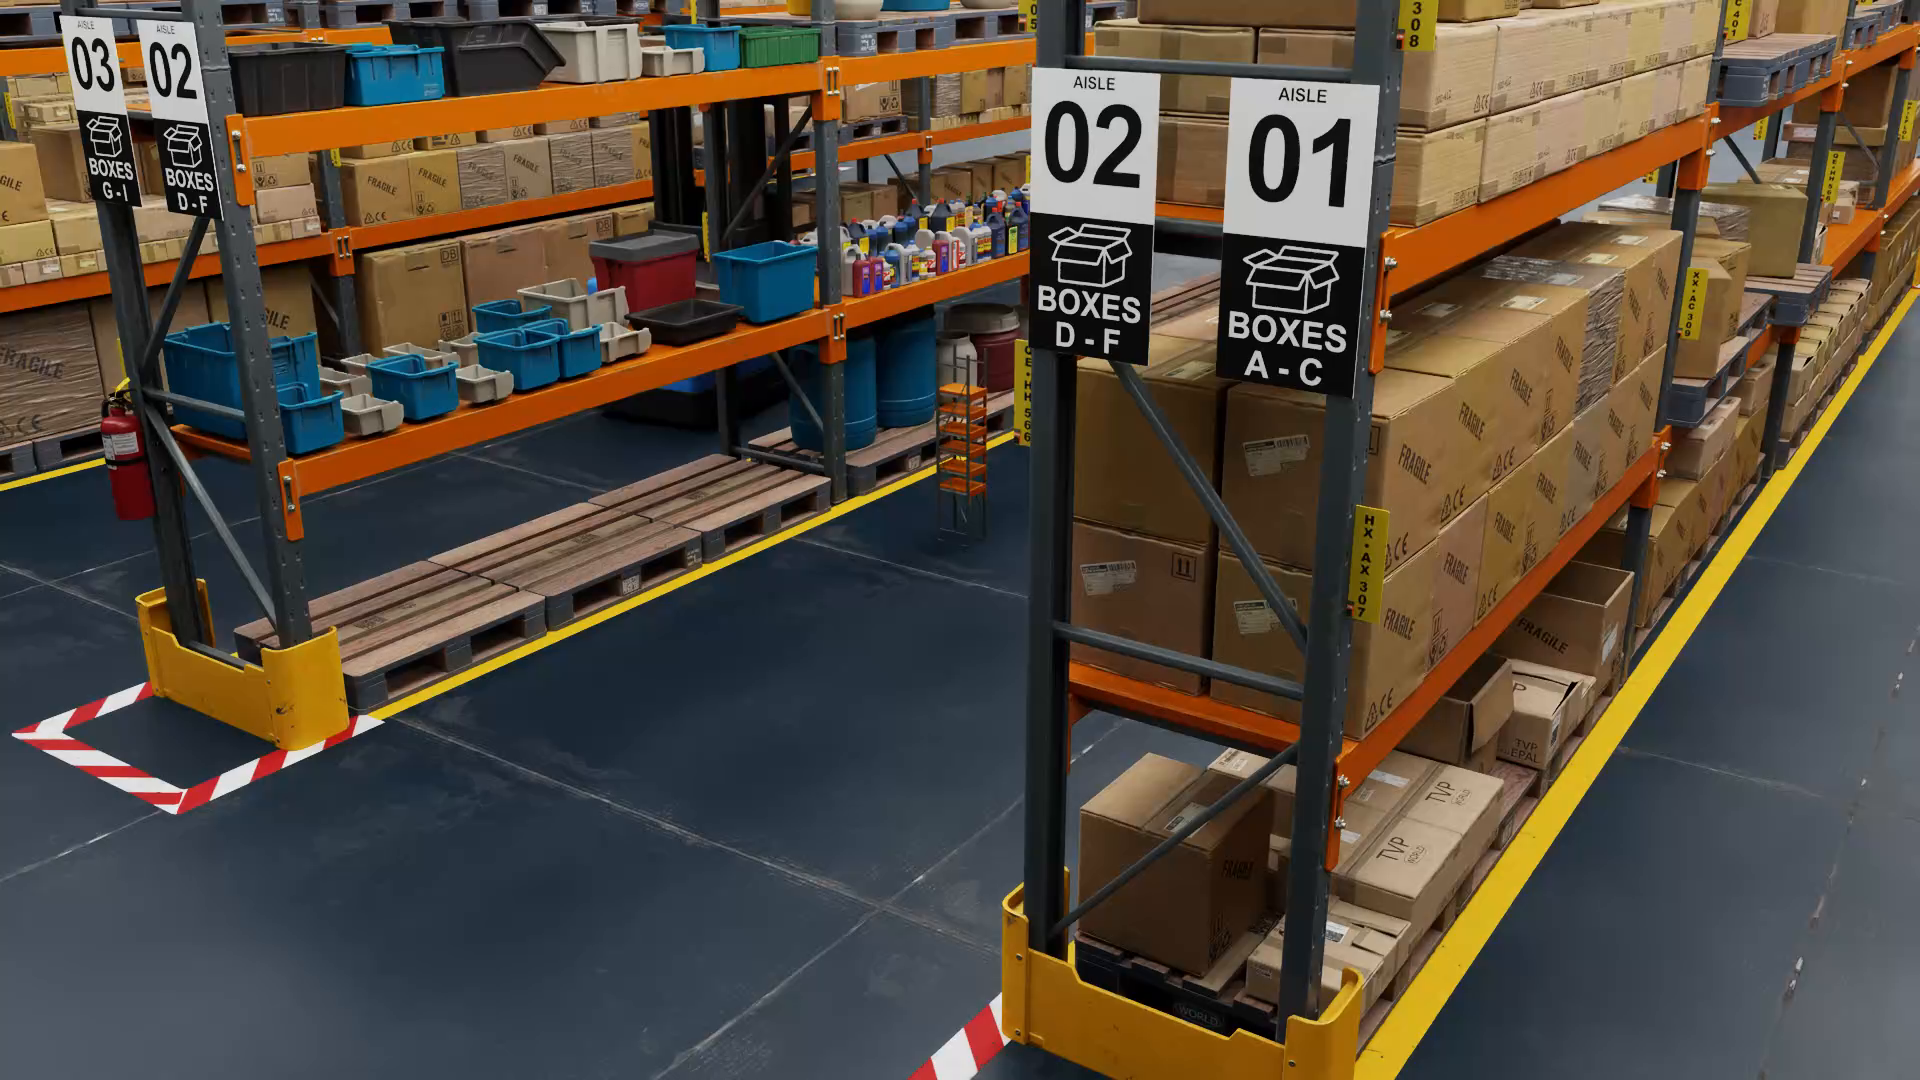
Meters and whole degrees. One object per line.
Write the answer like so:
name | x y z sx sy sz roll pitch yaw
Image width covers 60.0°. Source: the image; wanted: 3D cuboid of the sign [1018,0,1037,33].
sign | 0.206 -1.569 4.582 0.100 0.325 0.005 13 24 32

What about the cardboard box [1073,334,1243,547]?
cardboard box | 0.677 -0.330 5.248 0.500 0.500 0.500 13 24 31

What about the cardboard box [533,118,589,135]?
cardboard box | -3.833 -3.985 15.125 0.797 0.503 0.637 14 24 33

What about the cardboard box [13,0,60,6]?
cardboard box | -6.396 -3.899 11.265 0.700 0.500 0.500 15 25 34

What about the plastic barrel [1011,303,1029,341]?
plastic barrel | 0.552 -1.602 13.253 0.421 0.512 0.421 0 20 0

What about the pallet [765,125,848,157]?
pallet | -1.961 -4.347 17.970 1.003 0.211 1.213 13 24 32

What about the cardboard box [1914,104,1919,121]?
cardboard box | 9.011 -4.132 16.032 0.380 0.149 0.250 14 25 33

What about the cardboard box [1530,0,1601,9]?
cardboard box | 1.831 -2.122 5.770 0.700 0.500 0.500 13 24 32

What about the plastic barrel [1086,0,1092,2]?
plastic barrel | 0.735 -4.538 12.662 0.600 0.830 0.708 13 24 32

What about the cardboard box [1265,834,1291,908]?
cardboard box | 1.058 1.187 6.182 0.380 0.166 0.250 13 24 32

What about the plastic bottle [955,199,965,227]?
plastic bottle | -0.006 -2.508 12.908 0.097 0.271 0.097 0 20 0

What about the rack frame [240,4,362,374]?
rack frame | -5.288 -2.713 13.277 1.000 3.000 0.127 13 24 32

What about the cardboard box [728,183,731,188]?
cardboard box | -2.398 -3.599 17.559 0.500 0.250 0.500 17 26 38

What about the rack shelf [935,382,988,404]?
rack shelf | 0.008 -0.863 9.959 0.258 0.103 0.180 13 24 32

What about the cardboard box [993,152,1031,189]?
cardboard box | 0.785 -4.827 21.988 0.500 0.500 0.500 -17 26 -38

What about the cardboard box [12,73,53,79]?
cardboard box | -11.591 -5.961 20.472 0.500 0.500 0.500 14 24 33

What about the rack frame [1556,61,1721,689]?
rack frame | 2.903 -0.780 8.051 1.000 3.000 0.127 13 24 32

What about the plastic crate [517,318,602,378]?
plastic crate | -2.120 -1.020 8.853 0.416 0.233 0.300 13 24 32

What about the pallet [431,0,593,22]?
pallet | -3.984 -4.663 14.495 1.003 0.211 1.213 15 25 34

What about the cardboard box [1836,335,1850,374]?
cardboard box | 6.833 -1.516 13.397 0.500 0.250 0.500 14 24 33

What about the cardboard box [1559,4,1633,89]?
cardboard box | 2.005 -1.730 5.789 0.500 0.250 0.500 13 24 32

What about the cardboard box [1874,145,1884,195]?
cardboard box | 7.935 -3.404 14.999 0.700 0.500 0.500 13 24 31

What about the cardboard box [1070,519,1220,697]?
cardboard box | 0.681 0.139 5.422 0.500 0.500 0.500 14 25 33

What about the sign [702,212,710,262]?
sign | -1.646 -1.985 10.909 0.100 0.325 0.005 13 24 32

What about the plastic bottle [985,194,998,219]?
plastic bottle | 0.249 -2.601 13.159 0.097 0.271 0.097 0 20 0

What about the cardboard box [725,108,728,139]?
cardboard box | -2.538 -4.447 17.215 0.700 0.500 0.500 18 27 40

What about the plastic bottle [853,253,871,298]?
plastic bottle | -0.633 -1.715 10.745 0.061 0.283 0.133 13 24 32

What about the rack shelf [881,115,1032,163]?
rack shelf | 0.333 -5.245 21.158 1.077 0.370 4.000 13 24 32

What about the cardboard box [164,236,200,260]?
cardboard box | -5.767 -2.149 12.113 0.380 0.149 0.250 14 24 33

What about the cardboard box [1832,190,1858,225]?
cardboard box | 7.058 -2.725 13.501 0.396 0.266 0.258 13 24 31

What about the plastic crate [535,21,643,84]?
plastic crate | -1.939 -2.527 8.619 0.437 0.282 0.530 13 24 32

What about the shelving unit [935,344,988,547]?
shelving unit | 0.008 -0.567 10.068 0.258 1.200 0.189 13 24 32

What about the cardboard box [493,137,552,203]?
cardboard box | -3.973 -3.281 14.666 0.500 0.500 0.500 14 24 33

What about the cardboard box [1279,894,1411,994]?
cardboard box | 1.314 1.365 5.701 0.380 0.166 0.250 13 24 32

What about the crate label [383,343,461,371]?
crate label | -2.820 -0.939 8.772 0.396 0.136 0.243 13 24 32

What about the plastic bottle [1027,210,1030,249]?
plastic bottle | 0.540 -2.313 12.363 0.061 0.283 0.133 13 24 32

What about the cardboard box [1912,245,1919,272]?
cardboard box | 9.591 -2.919 17.191 0.500 0.250 0.500 13 24 32

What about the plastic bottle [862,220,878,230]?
plastic bottle | -0.673 -2.153 11.942 0.152 0.276 0.135 13 24 32

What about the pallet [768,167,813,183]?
pallet | -2.972 -5.600 25.101 1.003 0.211 1.213 13 24 32

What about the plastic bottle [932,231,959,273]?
plastic bottle | -0.096 -2.013 11.563 0.152 0.276 0.135 13 24 32

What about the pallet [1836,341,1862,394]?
pallet | 7.018 -1.549 14.148 1.003 0.211 1.213 13 24 32

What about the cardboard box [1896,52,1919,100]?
cardboard box | 8.490 -4.292 15.529 0.700 0.500 0.500 13 24 32

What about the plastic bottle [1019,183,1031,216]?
plastic bottle | 0.546 -2.776 13.624 0.152 0.276 0.135 13 24 32

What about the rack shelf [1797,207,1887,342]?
rack shelf | 6.276 -2.164 12.830 1.077 0.370 4.000 13 24 32

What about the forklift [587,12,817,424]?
forklift | -1.683 -2.705 13.353 1.130 2.935 3.031 11 23 26

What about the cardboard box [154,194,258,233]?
cardboard box | -5.608 -2.456 12.368 0.500 0.250 0.500 14 25 33

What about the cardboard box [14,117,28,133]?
cardboard box | -9.273 -4.081 16.302 0.380 0.149 0.250 14 25 33

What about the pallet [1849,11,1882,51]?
pallet | 5.459 -3.458 11.239 1.213 0.211 1.003 15 25 34

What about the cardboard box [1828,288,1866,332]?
cardboard box | 7.122 -1.923 13.691 0.500 0.311 0.500 14 25 33

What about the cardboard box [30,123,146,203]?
cardboard box | -6.341 -2.757 12.100 0.500 0.500 0.500 12 24 30

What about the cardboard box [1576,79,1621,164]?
cardboard box | 2.000 -1.496 5.879 0.500 0.250 0.500 13 24 32

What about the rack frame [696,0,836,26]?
rack frame | -1.192 -4.561 9.625 1.000 3.000 0.127 13 24 32

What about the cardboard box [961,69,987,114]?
cardboard box | -0.177 -5.449 20.099 0.875 0.500 0.500 13 24 32

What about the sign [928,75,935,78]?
sign | -0.330 -5.445 18.991 0.100 0.325 0.005 13 24 32

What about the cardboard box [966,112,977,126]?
cardboard box | -0.020 -5.114 20.128 0.380 0.149 0.250 13 24 32

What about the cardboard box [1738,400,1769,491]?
cardboard box | 4.820 -0.648 10.662 0.500 0.500 0.500 14 25 34

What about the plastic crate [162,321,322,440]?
plastic crate | -3.407 -0.777 7.904 0.616 0.435 0.499 13 24 32
